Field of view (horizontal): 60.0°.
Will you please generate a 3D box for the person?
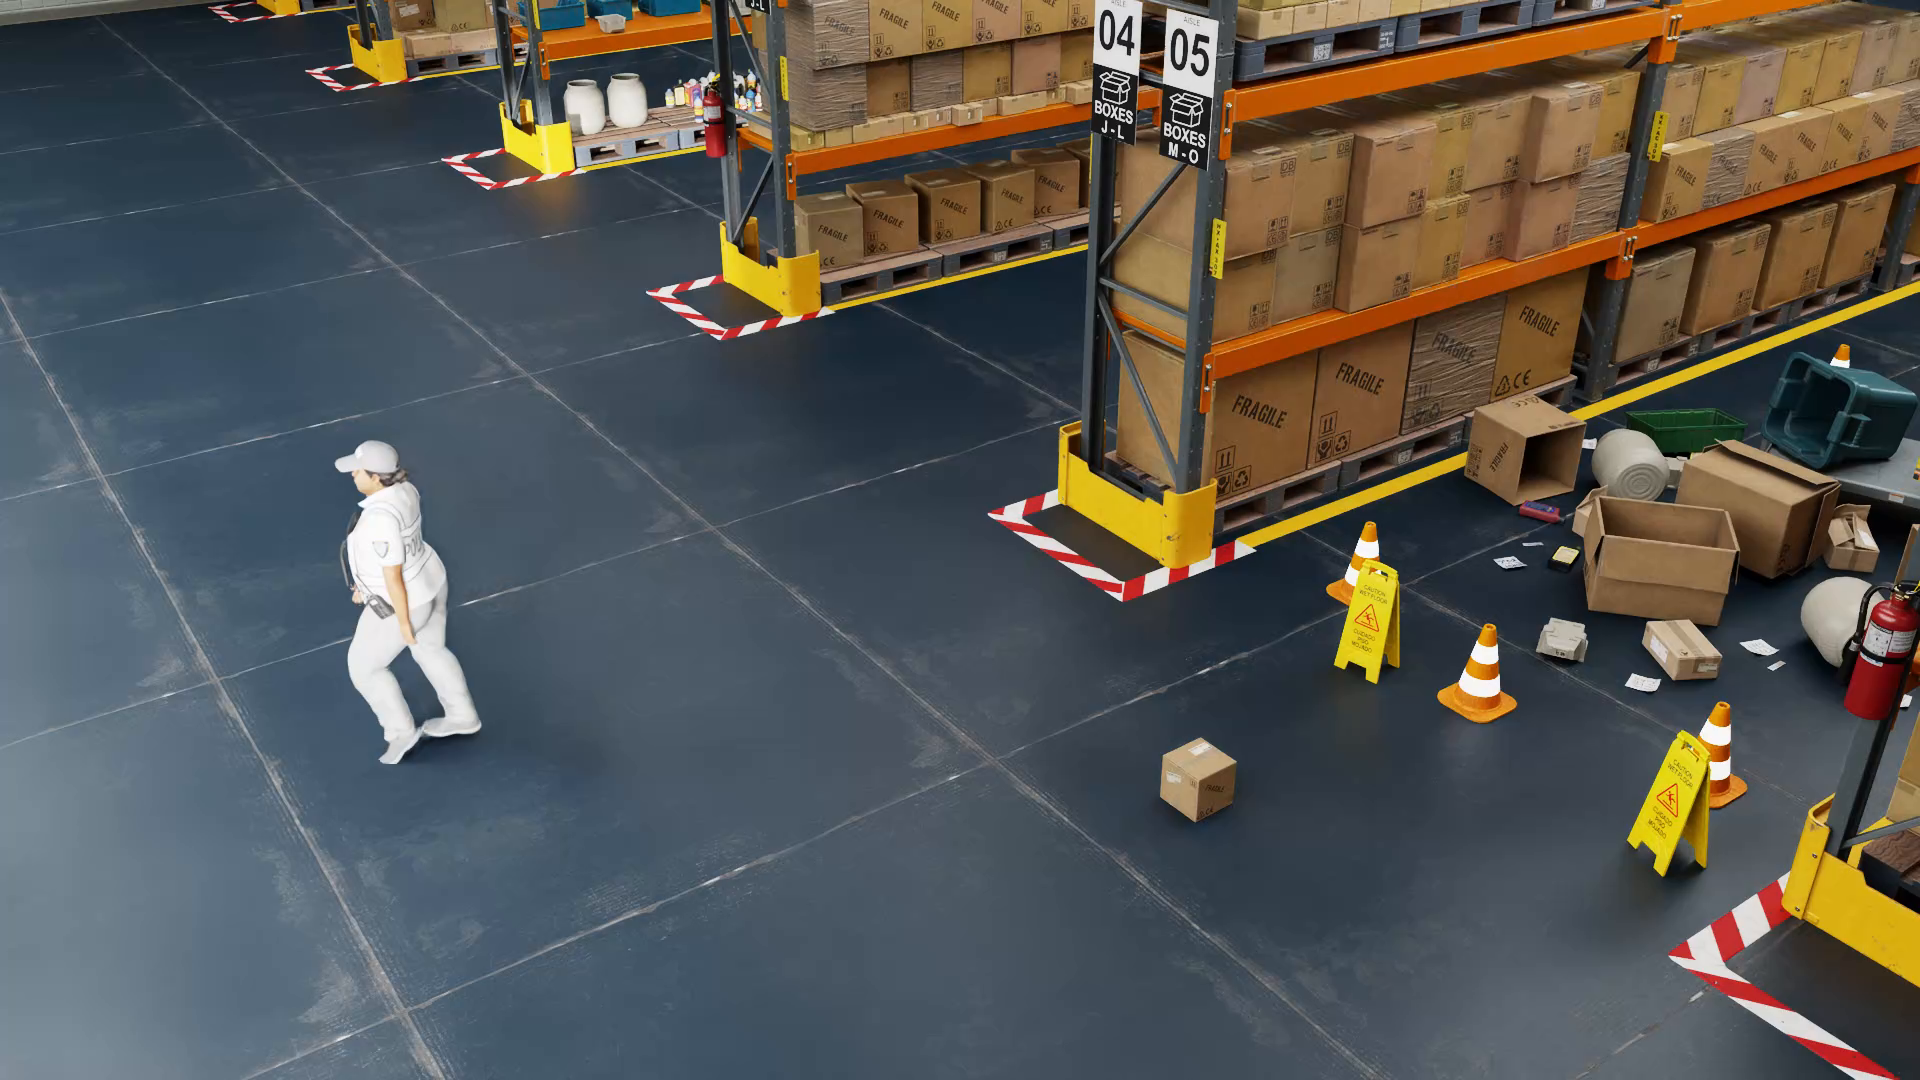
[{"bbox_3d":[-2.722,0.318,8.084,0.547,1.731,0.479,2,29,4],"label":"person"}]
